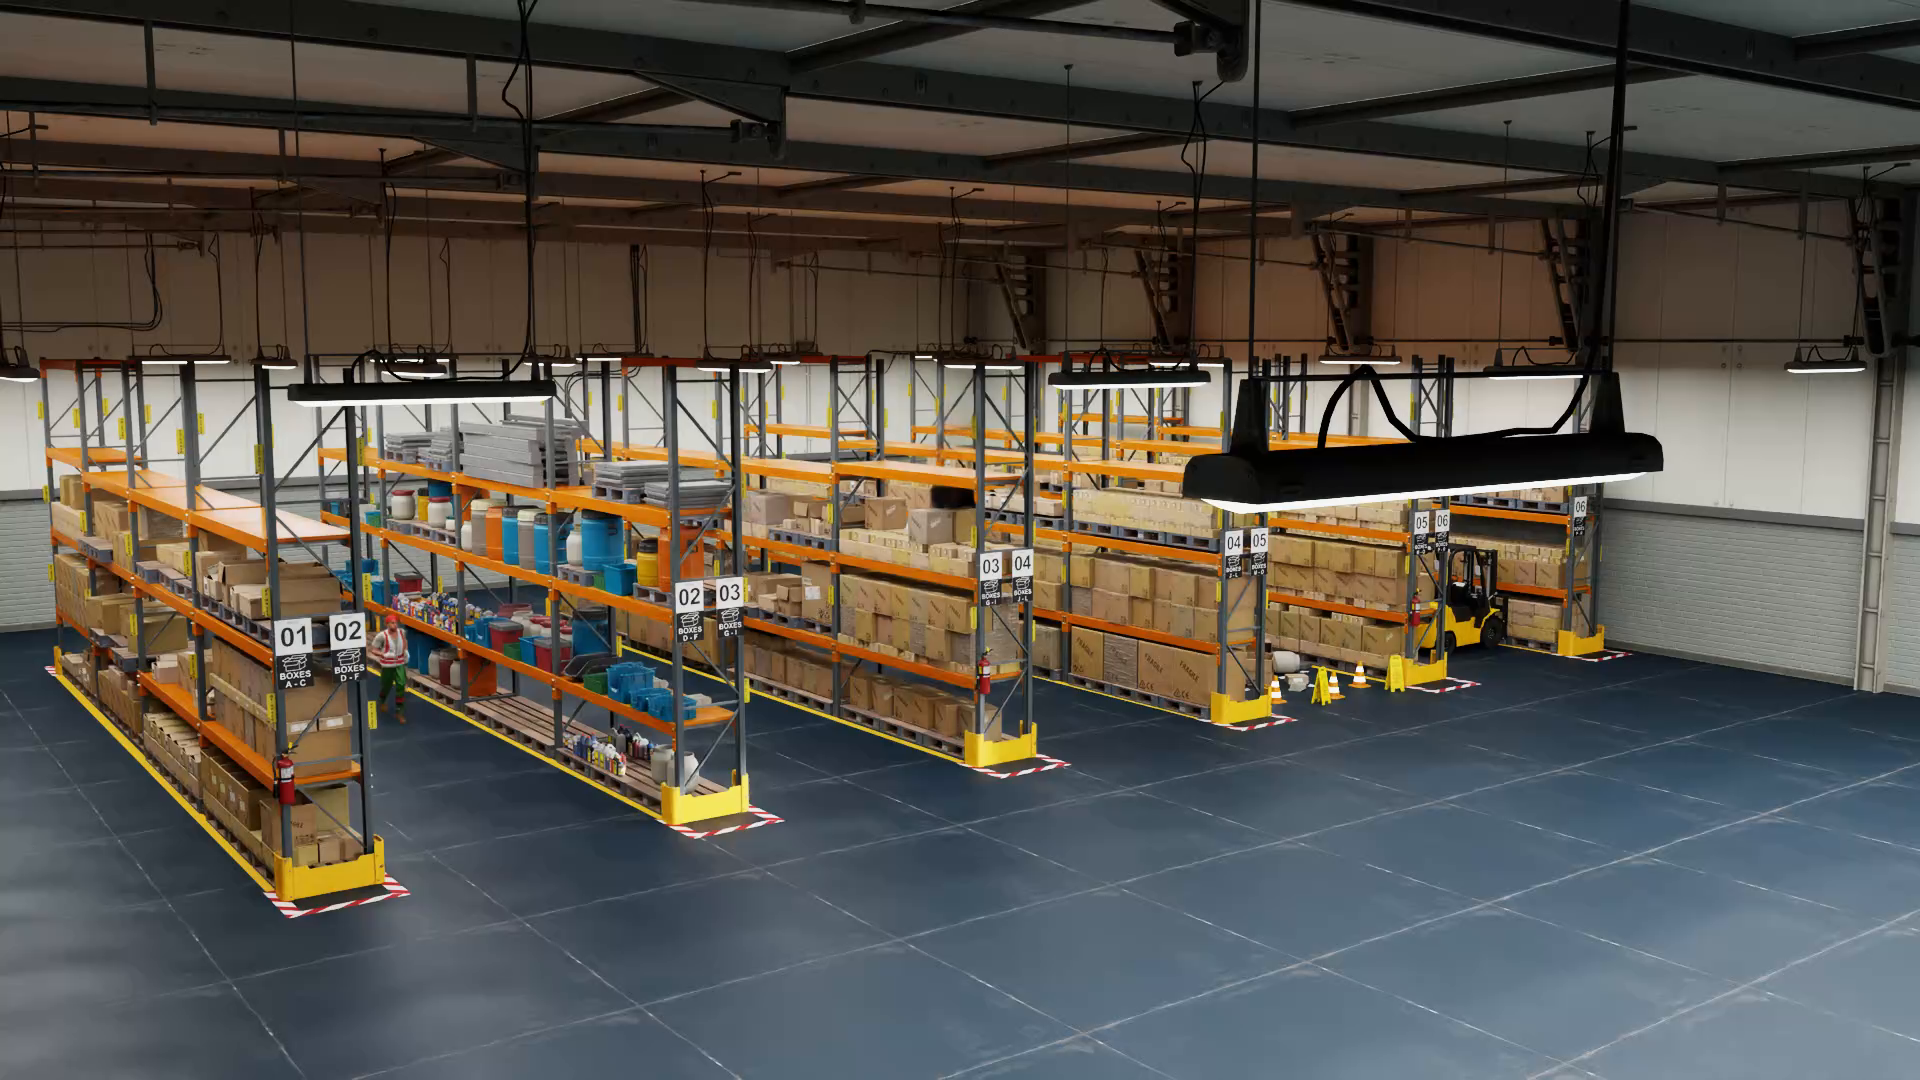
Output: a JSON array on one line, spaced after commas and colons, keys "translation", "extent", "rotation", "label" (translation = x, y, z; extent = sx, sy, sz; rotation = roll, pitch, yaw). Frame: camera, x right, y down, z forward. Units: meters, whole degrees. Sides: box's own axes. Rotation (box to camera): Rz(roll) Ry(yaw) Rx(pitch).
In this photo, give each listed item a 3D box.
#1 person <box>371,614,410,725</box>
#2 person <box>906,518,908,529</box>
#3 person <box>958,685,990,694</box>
[{"translation": [-9.494, 2.113, 27.770], "extent": [0.687, 1.796, 1.037], "rotation": [-6, 9, -40], "label": "person"}, {"translation": [-1.386, 0.137, 44.490], "extent": [0.699, 1.717, 0.580], "rotation": [7, 10, 44], "label": "person"}, {"translation": [0.249, 1.873, 29.991], "extent": [0.876, 1.831, 0.687], "rotation": [6, 9, 42], "label": "person"}]
